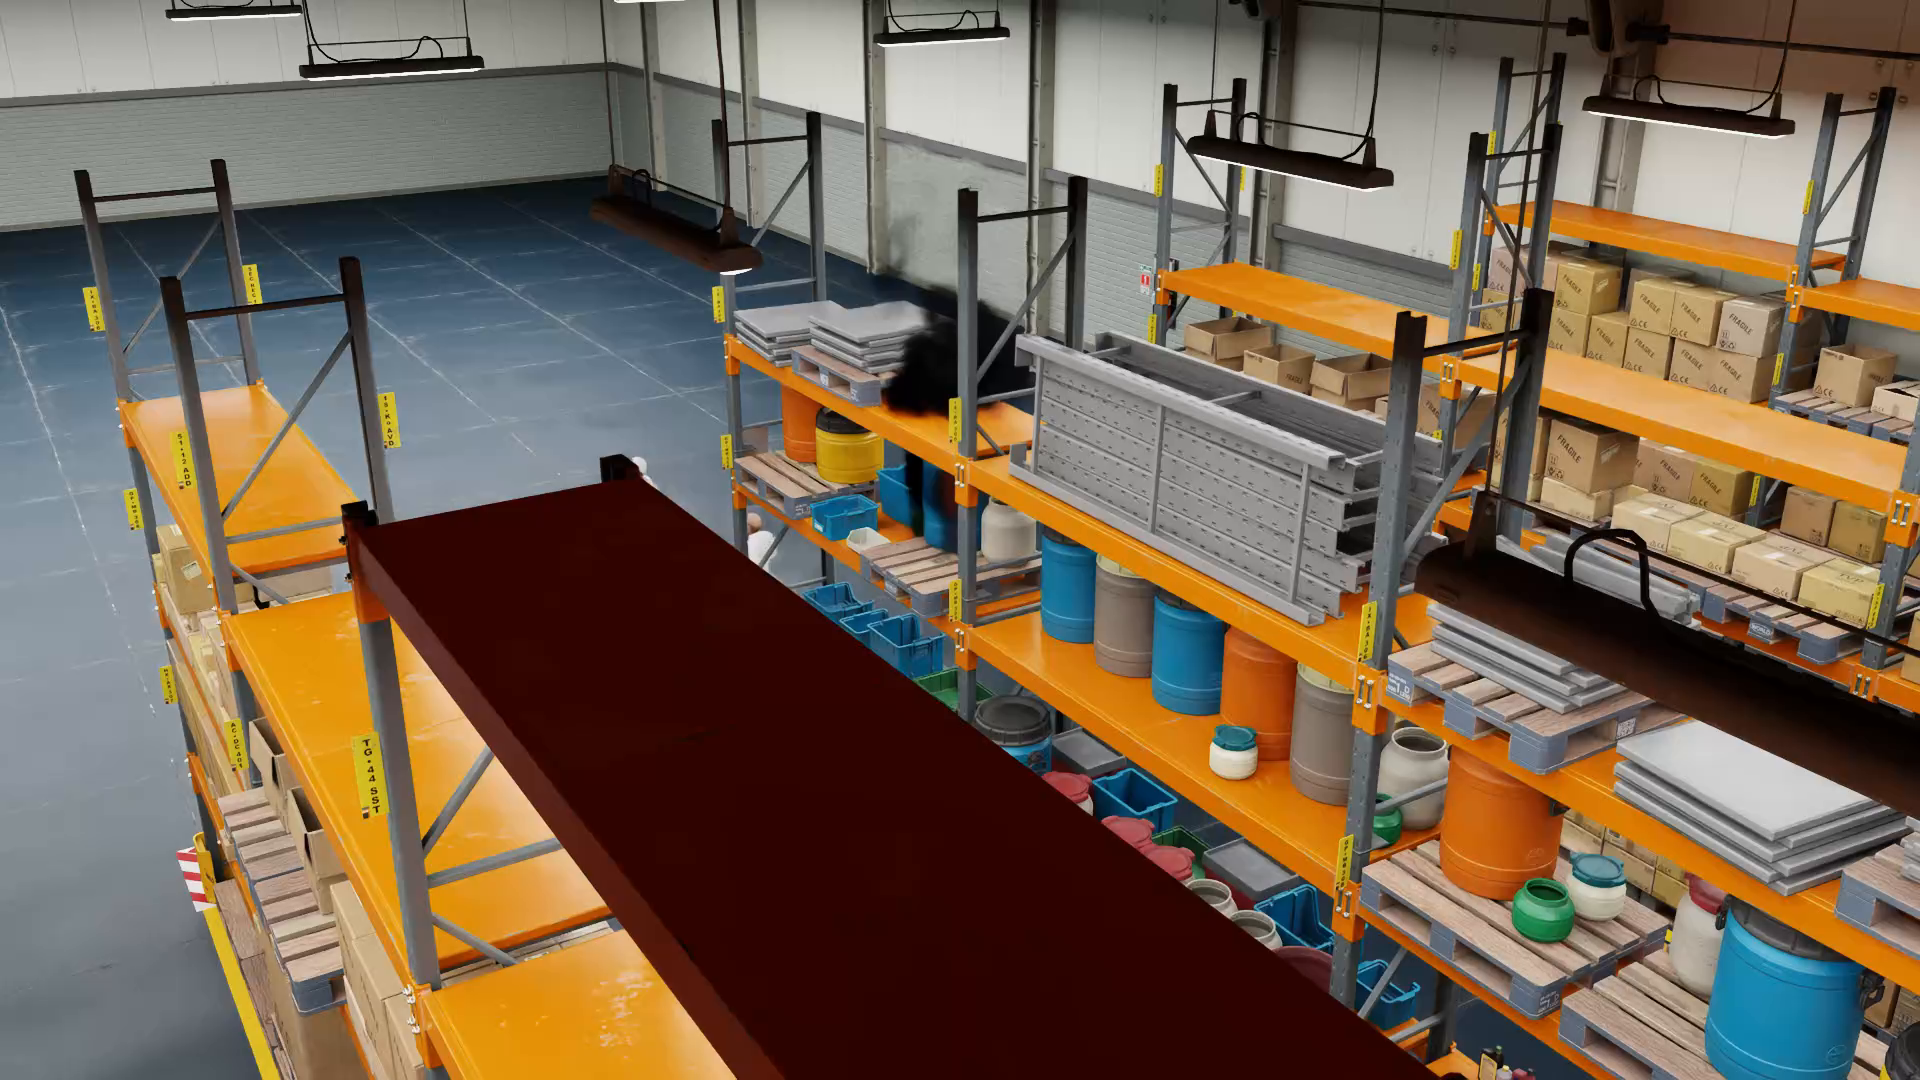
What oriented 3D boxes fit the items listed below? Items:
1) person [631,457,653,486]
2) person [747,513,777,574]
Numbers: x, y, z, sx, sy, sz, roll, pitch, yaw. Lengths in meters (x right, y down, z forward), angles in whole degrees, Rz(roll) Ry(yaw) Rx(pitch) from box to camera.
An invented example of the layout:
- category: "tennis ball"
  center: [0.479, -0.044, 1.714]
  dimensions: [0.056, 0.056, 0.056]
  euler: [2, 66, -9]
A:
- category: "person"
  center: [-3.729, -0.140, 19.392]
  dimensions: [0.585, 1.741, 0.683]
  euler: [-2, 22, -5]
- category: "person"
  center: [-2.228, 0.519, 17.781]
  dimensions: [0.645, 1.748, 0.742]
  euler: [9, 24, 22]
